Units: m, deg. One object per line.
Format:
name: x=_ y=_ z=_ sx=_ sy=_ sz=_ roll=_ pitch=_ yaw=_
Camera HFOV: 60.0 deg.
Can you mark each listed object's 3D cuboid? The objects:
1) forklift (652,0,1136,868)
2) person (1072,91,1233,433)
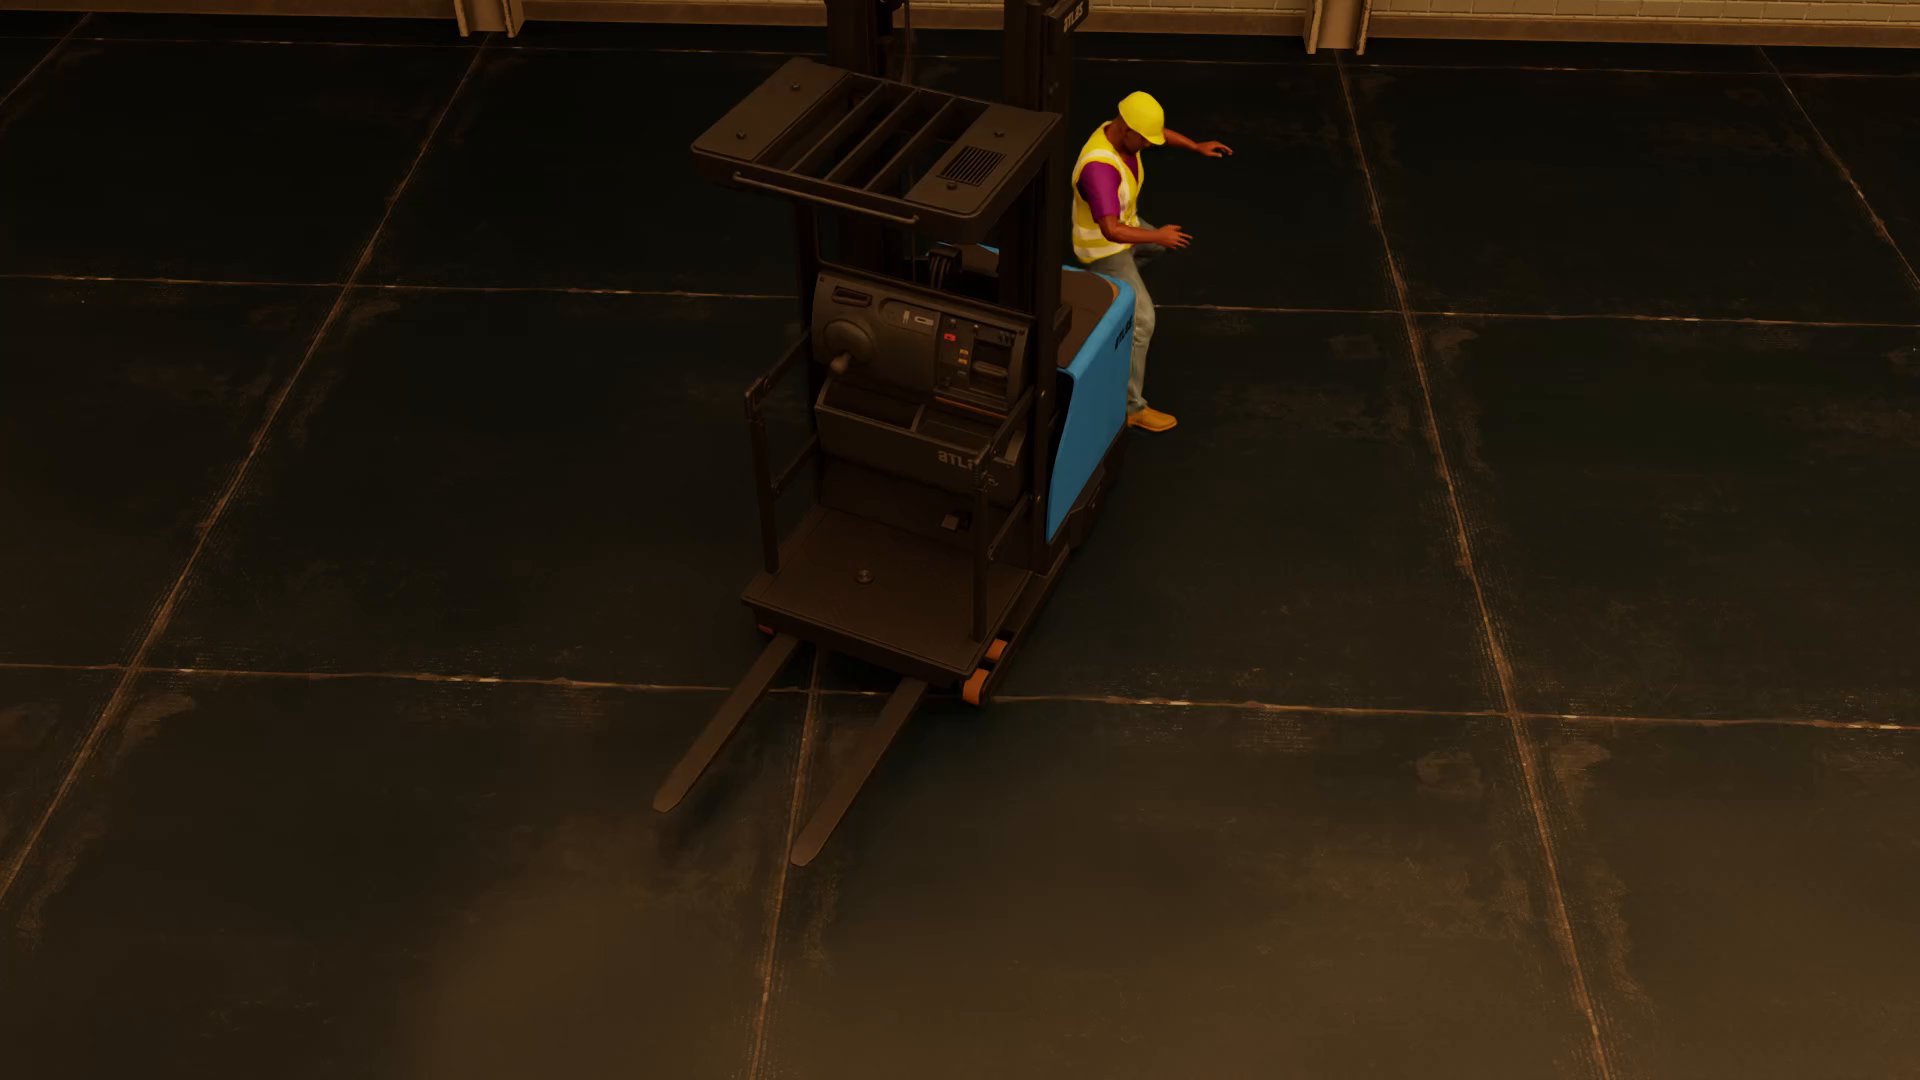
forklift: x=-0.257 y=-0.709 z=6.519 sx=1.130 sy=2.935 sz=3.031 roll=17 pitch=45 yaw=18
person: x=0.933 y=-1.585 z=8.508 sx=0.743 sy=1.542 sz=1.279 roll=12 pitch=44 yaw=13
